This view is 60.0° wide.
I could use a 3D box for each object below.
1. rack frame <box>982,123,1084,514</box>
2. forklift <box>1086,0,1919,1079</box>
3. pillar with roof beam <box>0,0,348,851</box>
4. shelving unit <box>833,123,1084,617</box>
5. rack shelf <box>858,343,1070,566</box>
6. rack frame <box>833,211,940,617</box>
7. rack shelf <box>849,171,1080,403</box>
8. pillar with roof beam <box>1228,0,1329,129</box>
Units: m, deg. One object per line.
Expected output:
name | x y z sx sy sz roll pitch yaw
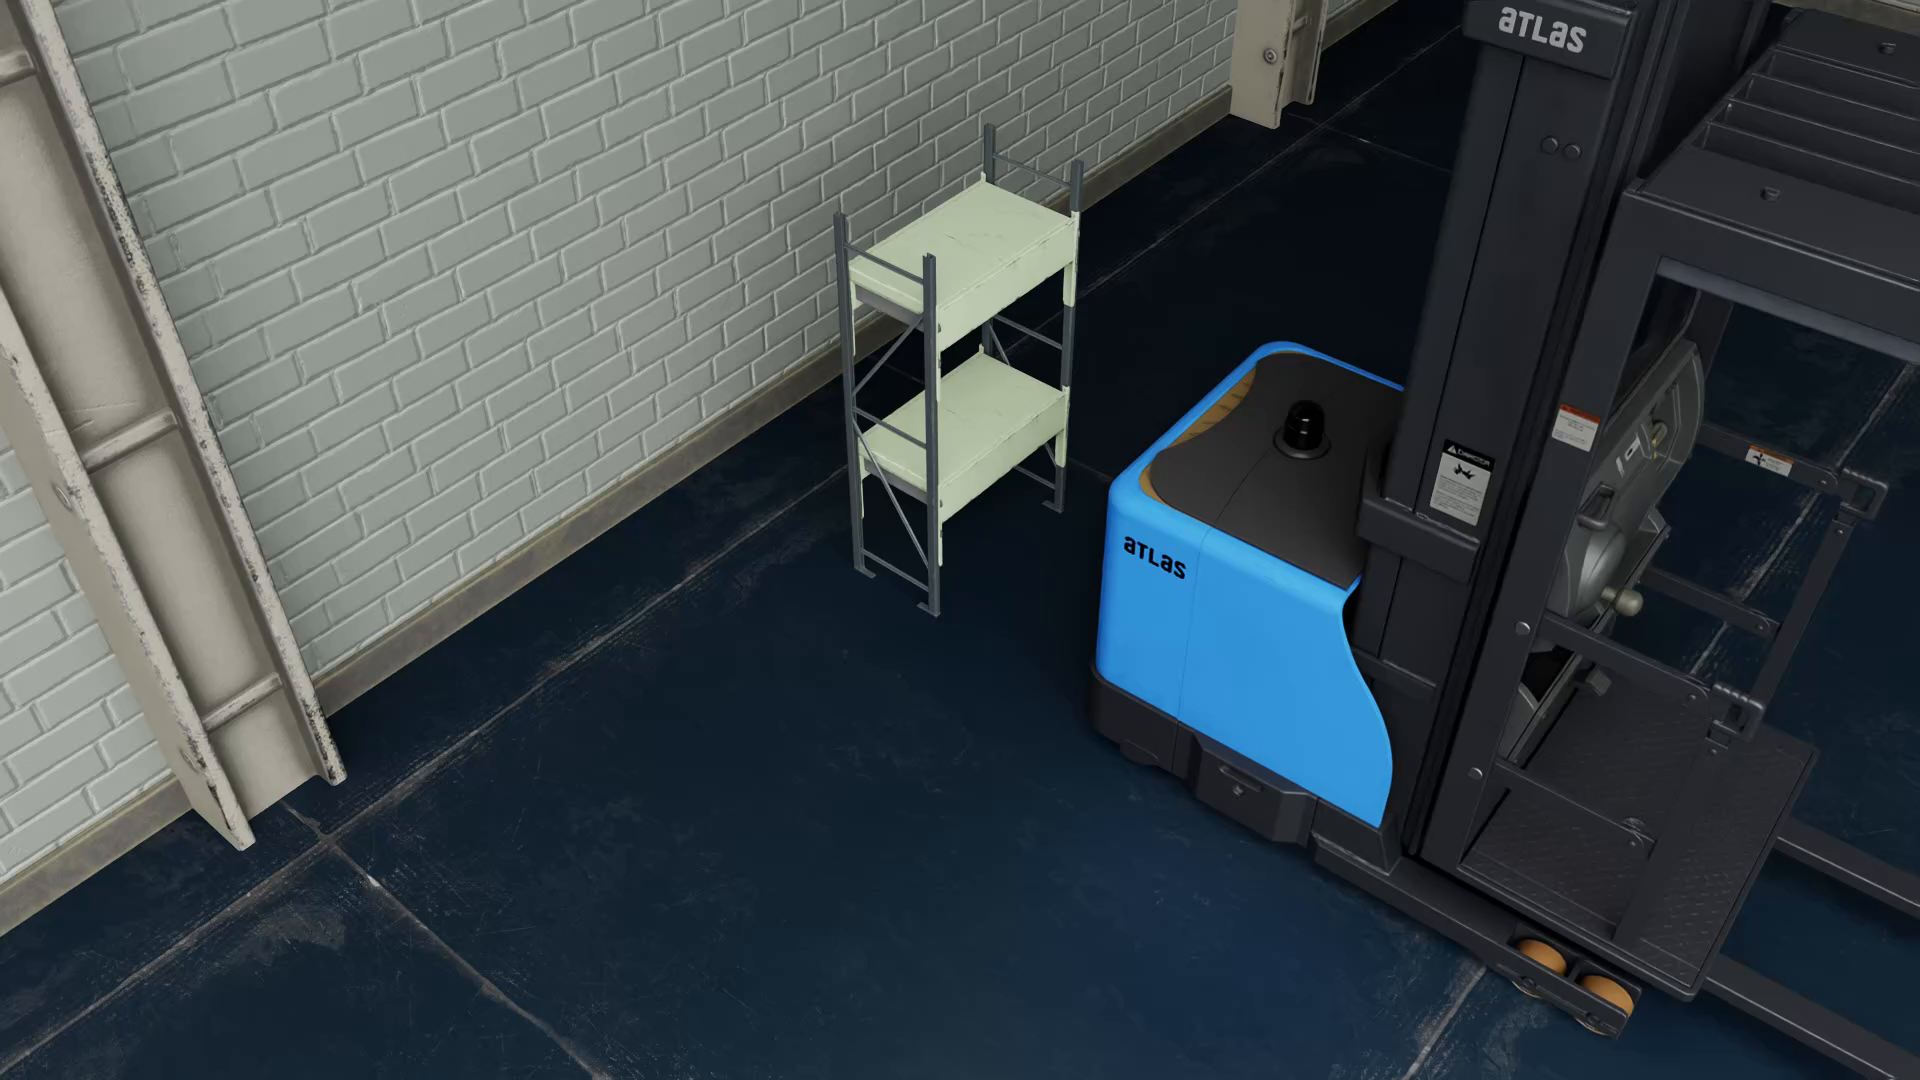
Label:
rack frame | 0.240 -0.747 5.956 0.400 1.500 0.023 29 50 28
forklift | 1.894 -0.096 4.176 3.031 2.935 1.130 28 49 27
pillar with roof beam | 1.063 -0.662 0.290 9.100 9.000 0.400 29 50 28
shelving unit | 0.004 -0.558 5.749 0.431 1.500 0.755 29 50 28
rack shelf | 0.004 -0.317 5.969 0.431 0.370 0.720 29 50 28
rack frame | -0.231 -0.370 5.542 0.400 1.500 0.023 29 50 28
rack shelf | 0.004 -0.847 5.487 0.431 0.370 0.720 29 50 28
pillar with roof beam | 4.925 -3.752 3.687 9.100 9.000 0.400 29 50 28
